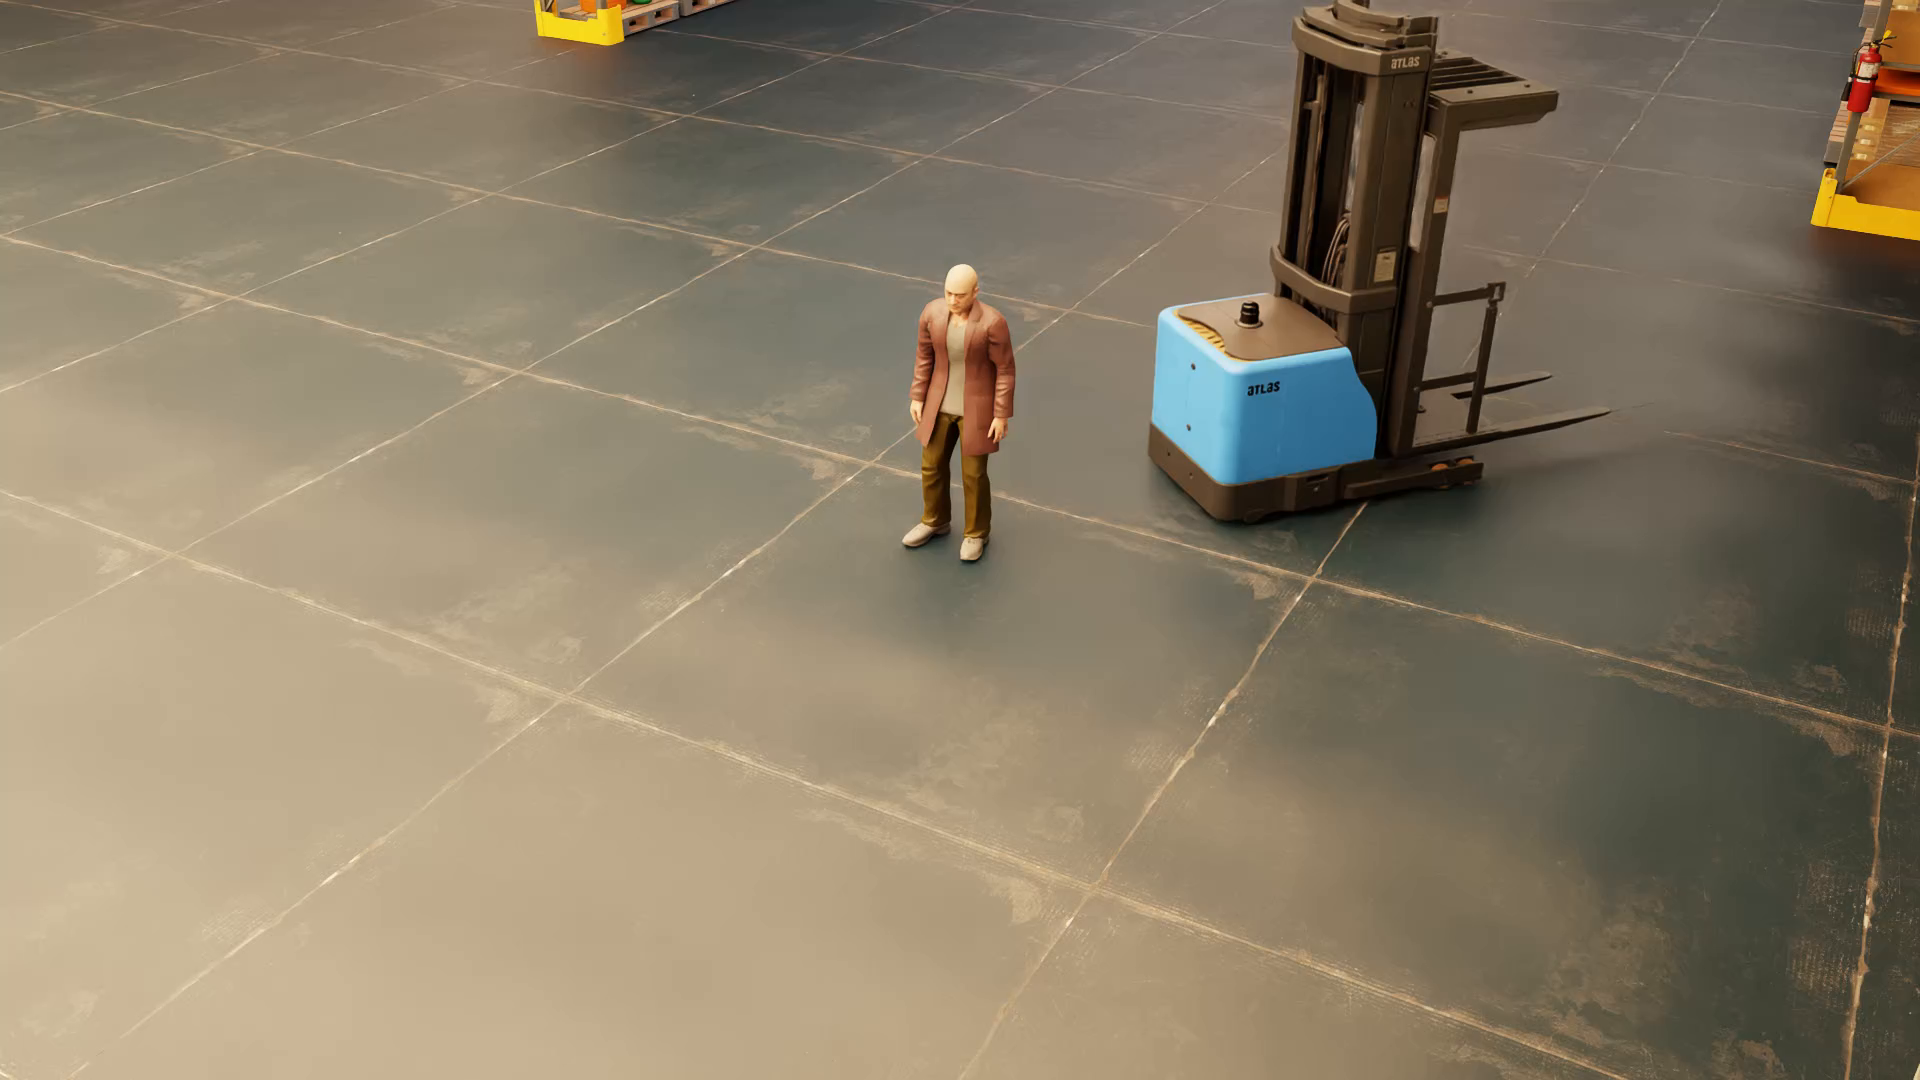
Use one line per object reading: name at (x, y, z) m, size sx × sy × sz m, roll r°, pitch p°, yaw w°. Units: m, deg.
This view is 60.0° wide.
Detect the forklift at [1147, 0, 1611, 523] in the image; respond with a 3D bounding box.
forklift at (2.793, -1.822, 10.228) m, size 3.031 × 2.935 × 1.130 m, roll -11°, pitch 32°, yaw -18°

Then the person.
person at (0.003, -0.748, 9.526) m, size 0.645 × 1.772 × 0.434 m, roll 13°, pitch 33°, yaw 22°
